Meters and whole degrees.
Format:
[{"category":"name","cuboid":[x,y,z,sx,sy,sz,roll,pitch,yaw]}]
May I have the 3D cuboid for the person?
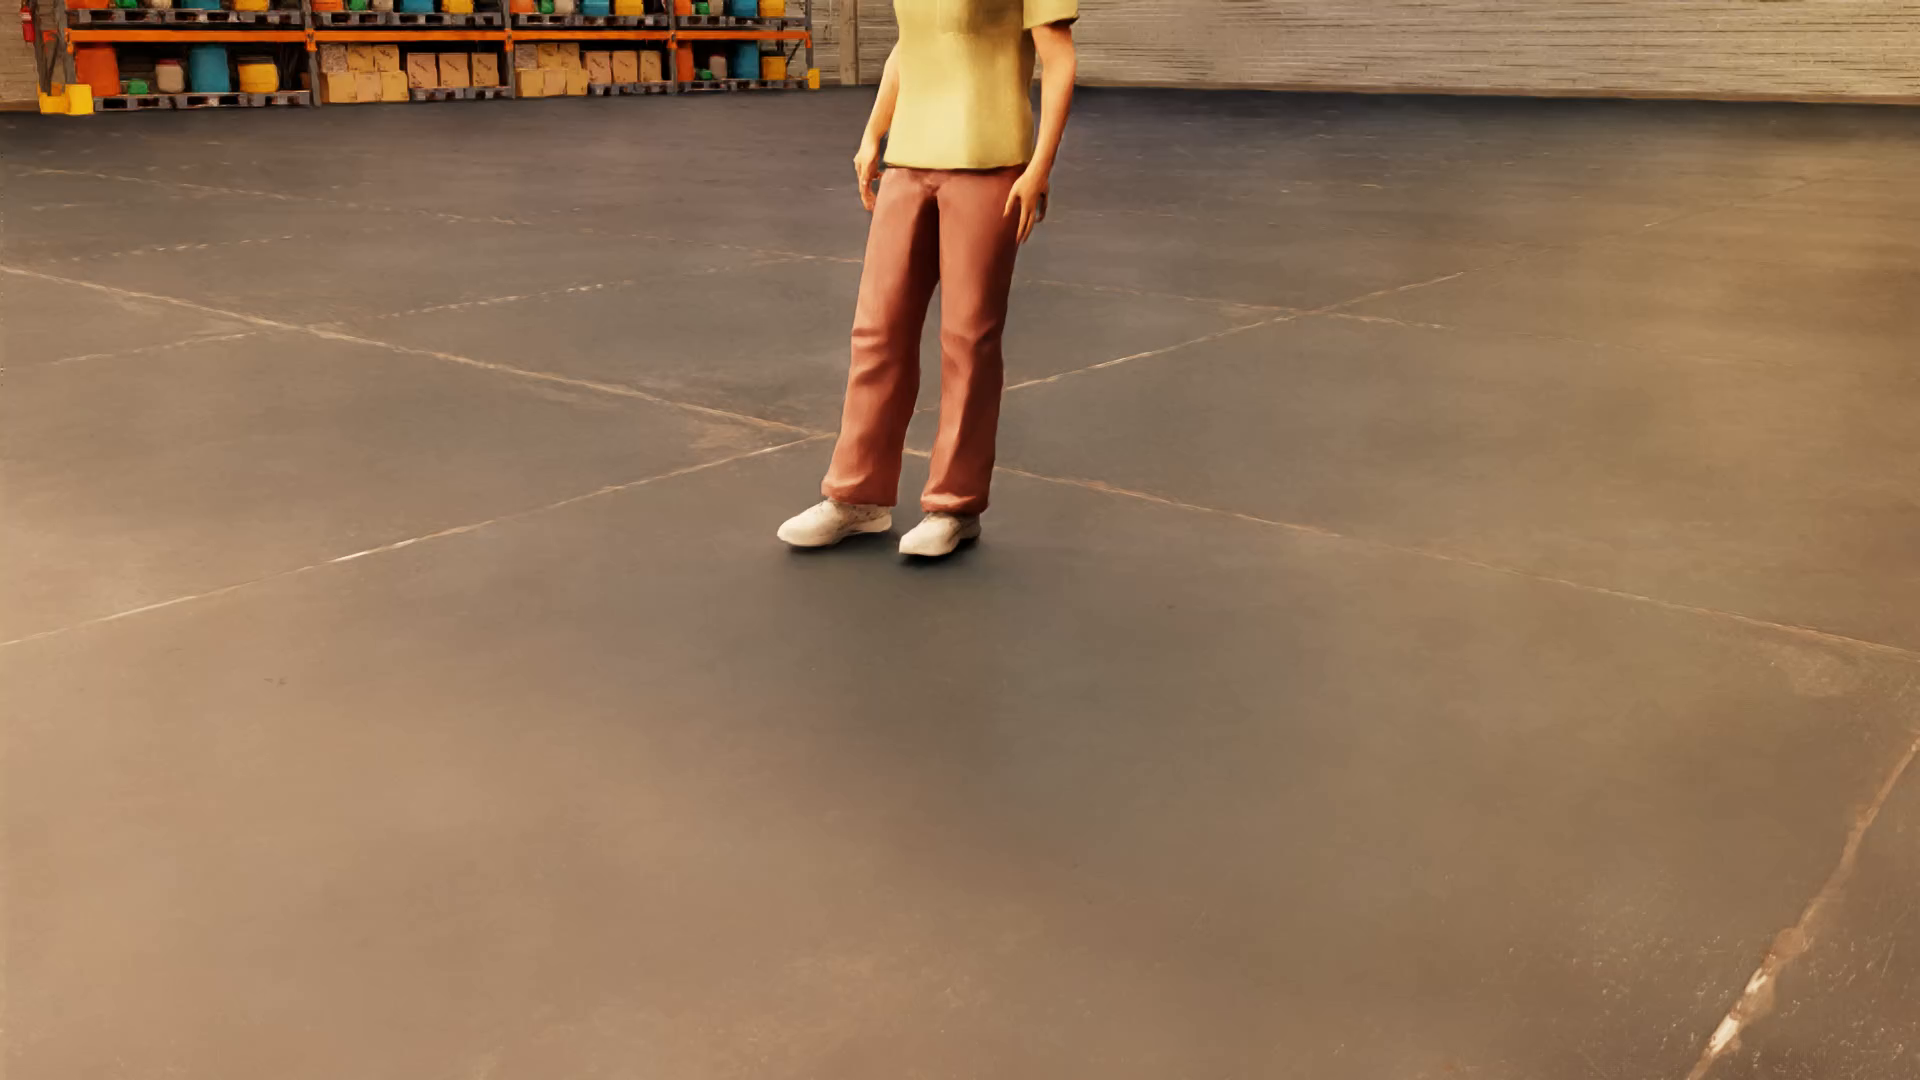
[{"category":"person","cuboid":[-0.056,-0.794,3.649,0.555,1.674,0.548,13,21,37]}]
